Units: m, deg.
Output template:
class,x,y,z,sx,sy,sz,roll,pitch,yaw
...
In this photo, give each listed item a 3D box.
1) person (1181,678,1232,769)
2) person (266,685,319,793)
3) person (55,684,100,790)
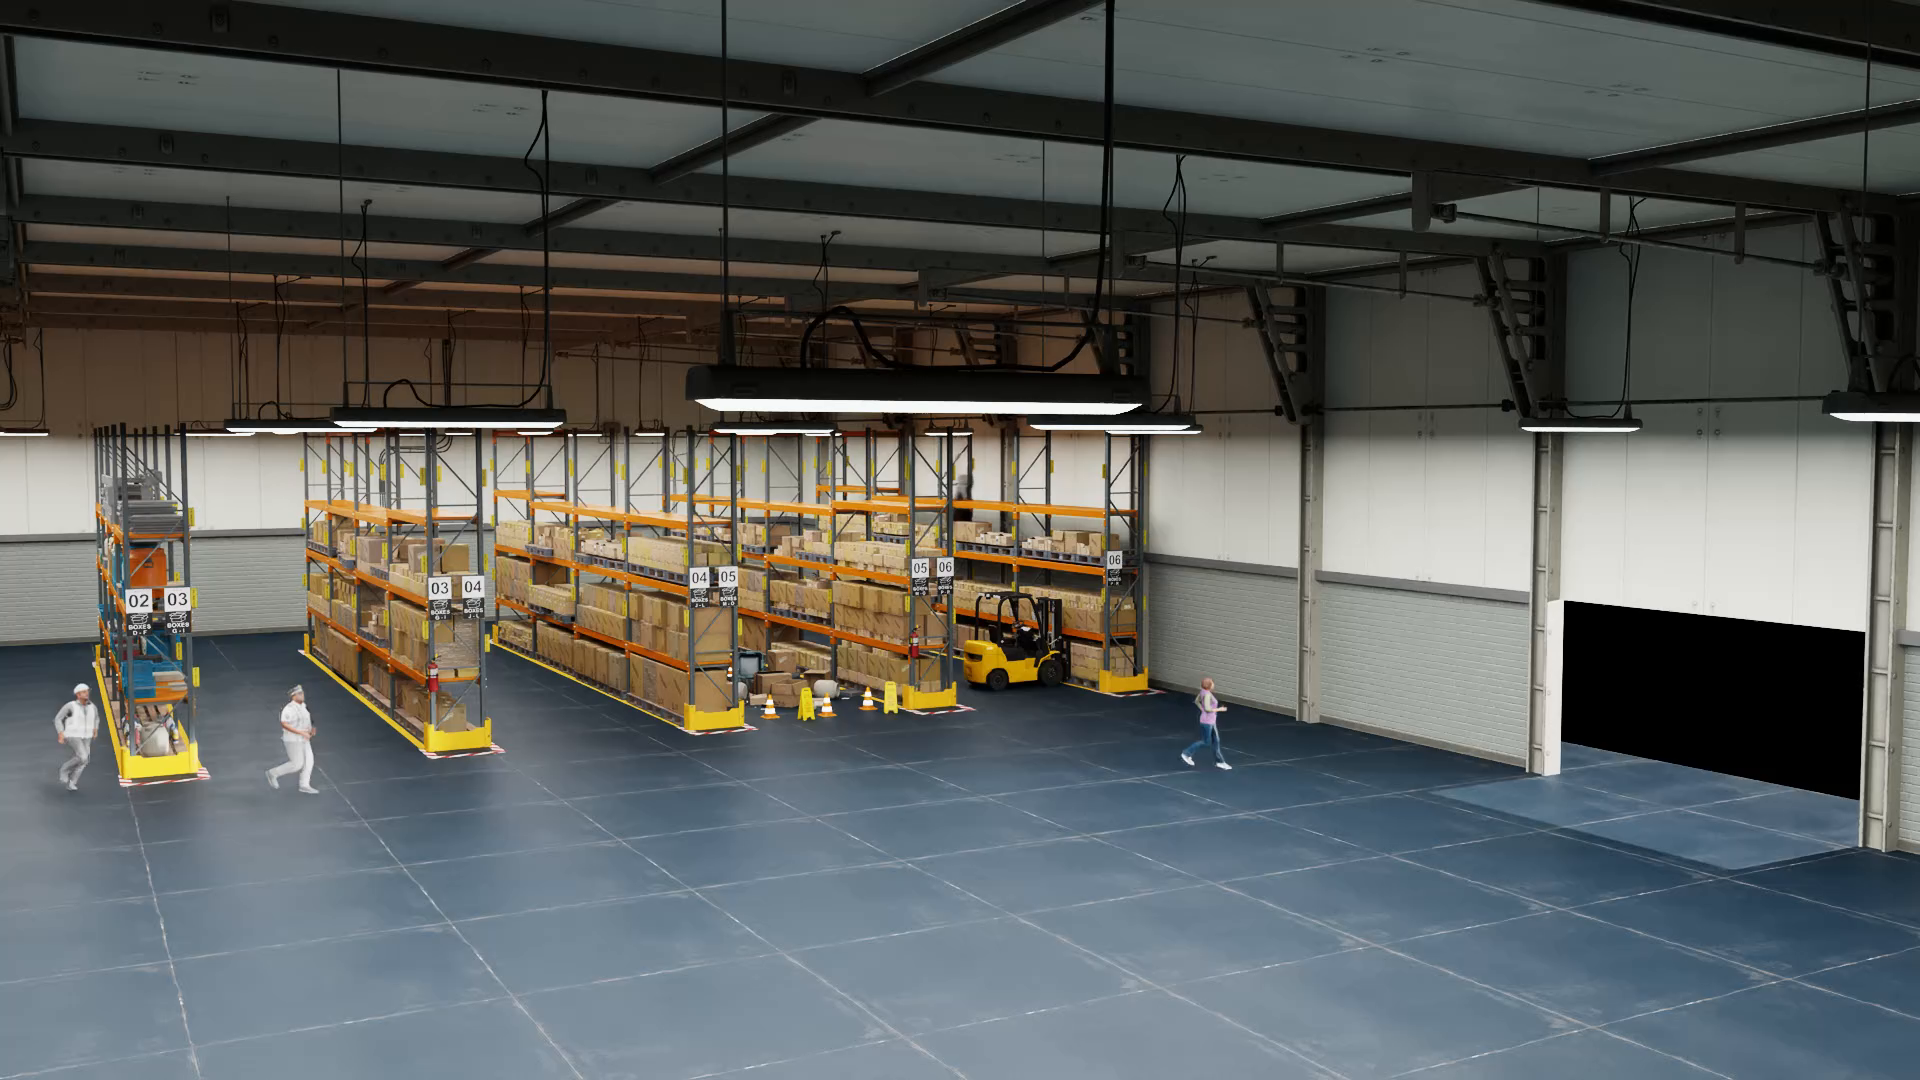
class,x,y,z,sx,sy,sz,roll,pitch,yaw
person,4.258,3.164,28.693,0.878,1.596,0.537,1,3,9
person,-10.789,3.228,26.931,0.782,1.776,0.668,0,3,3
person,-14.385,3.220,27.262,0.534,1.700,0.684,2,4,30
